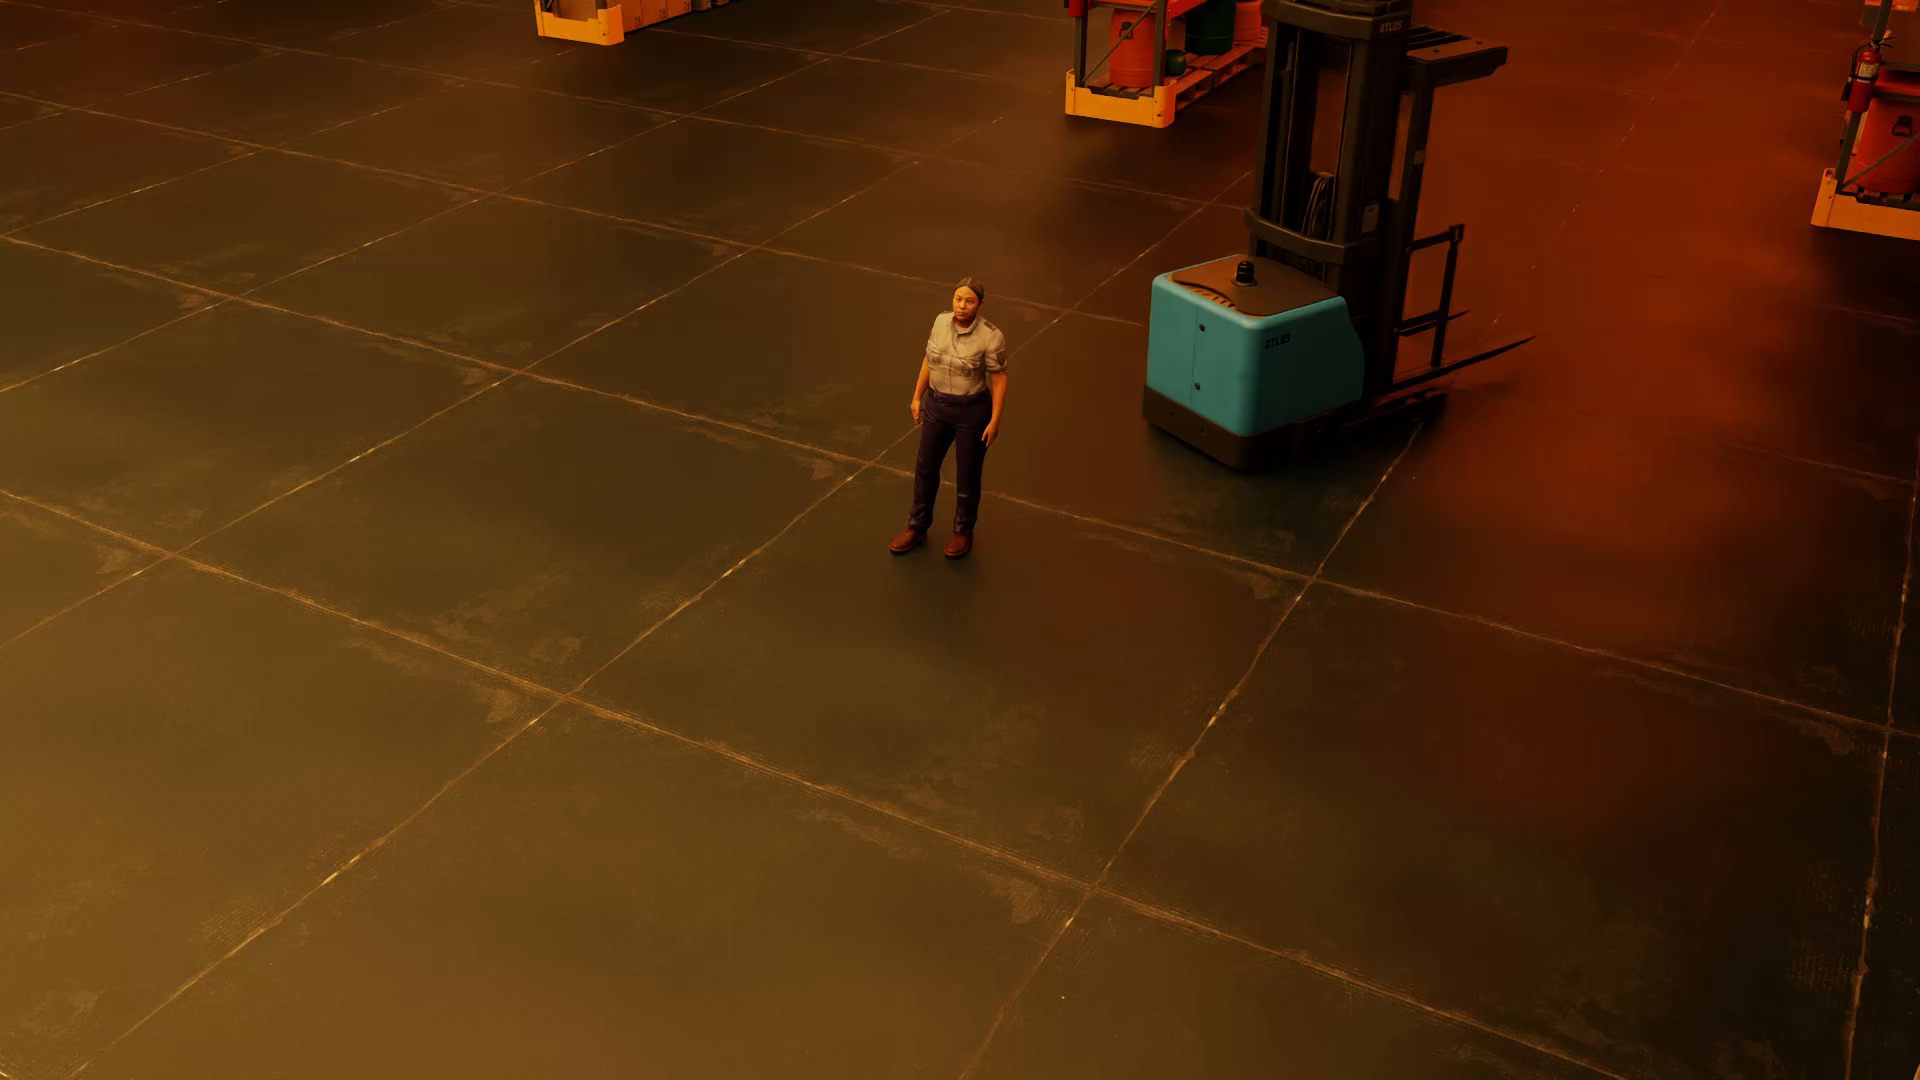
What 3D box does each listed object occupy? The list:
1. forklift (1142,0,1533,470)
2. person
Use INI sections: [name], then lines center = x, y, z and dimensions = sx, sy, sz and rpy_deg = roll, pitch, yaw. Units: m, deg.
[forklift]
center = 2.746, -2.278, 11.017
dimensions = 3.031, 2.935, 1.130
rpy_deg = -19, 35, -29
[person]
center = -0.063, -0.686, 9.529
dimensions = 0.599, 1.650, 0.503
rpy_deg = 15, 33, 25
